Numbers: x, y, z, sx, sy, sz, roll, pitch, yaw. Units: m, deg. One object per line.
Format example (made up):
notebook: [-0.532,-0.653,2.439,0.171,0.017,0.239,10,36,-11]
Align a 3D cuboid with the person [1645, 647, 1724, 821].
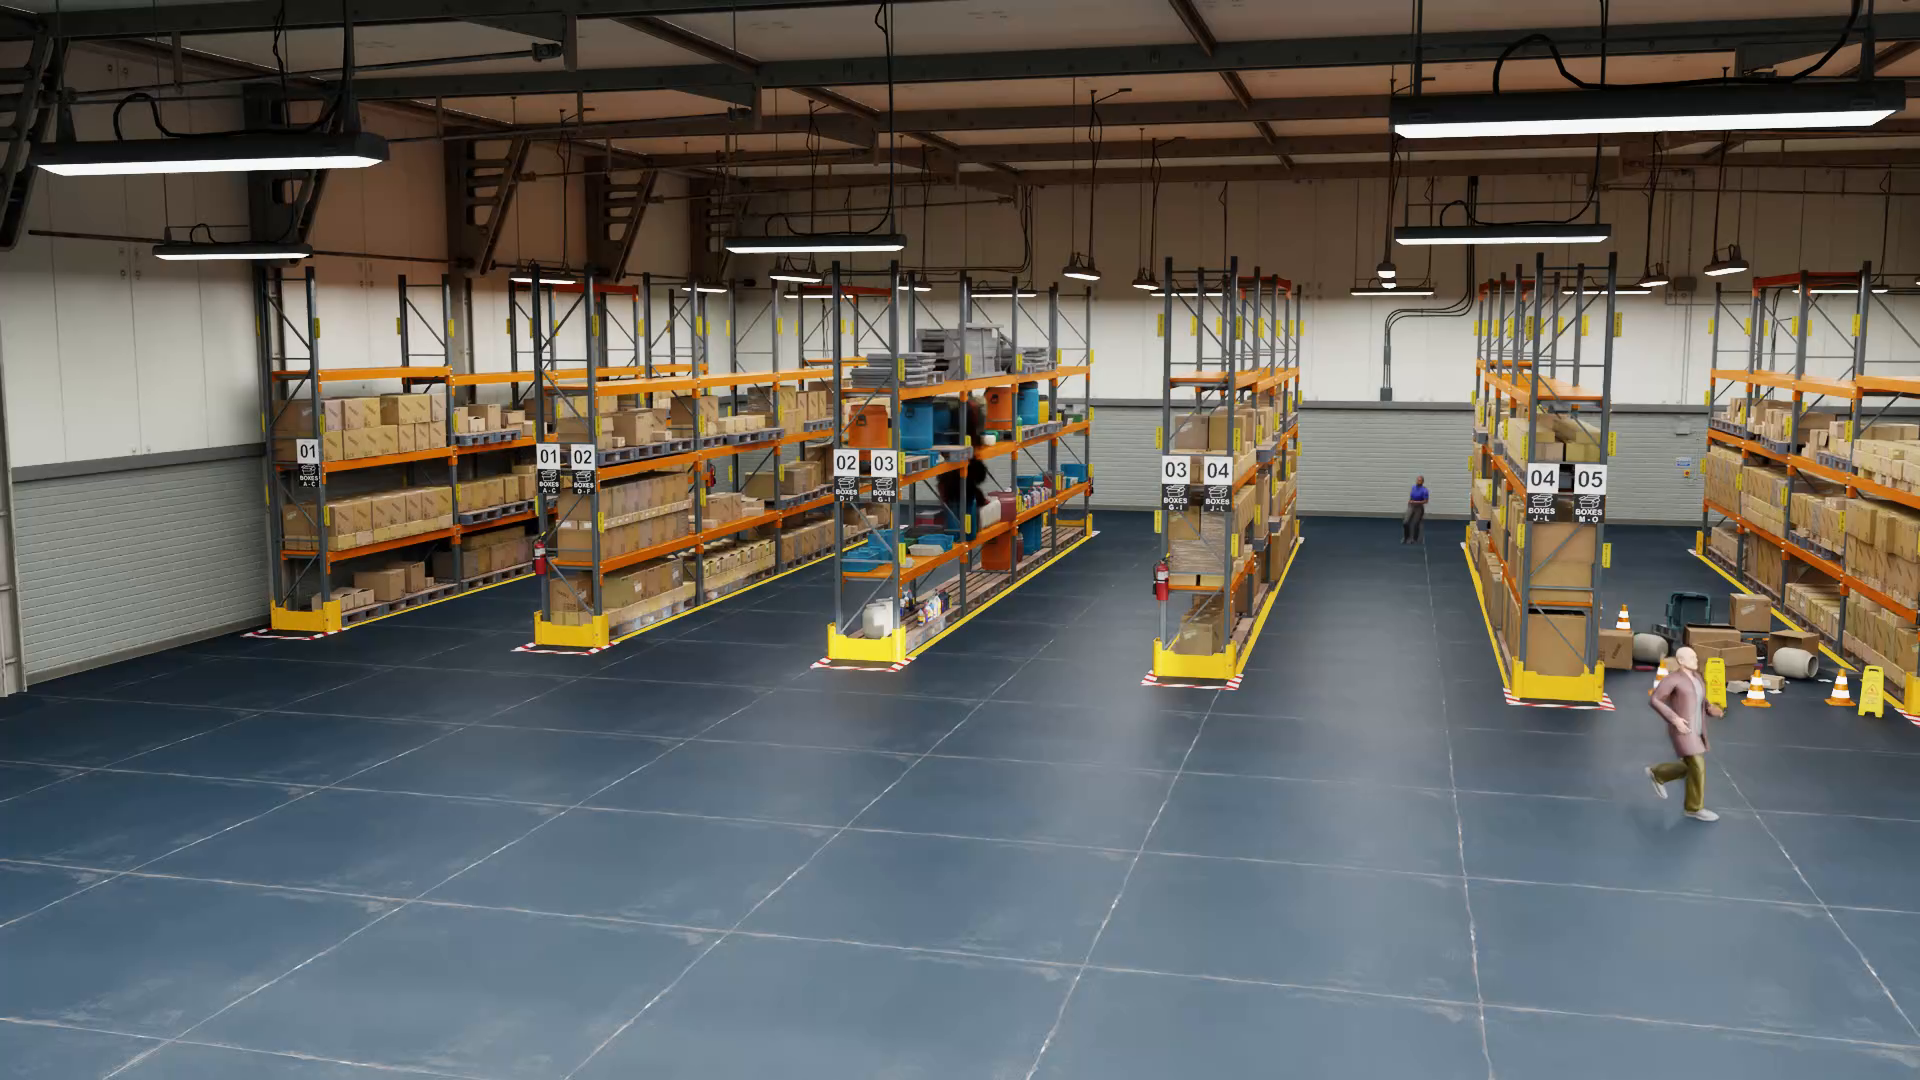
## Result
person: [7.462,1.969,17.165,0.720,1.745,0.897,-5,9,-34]

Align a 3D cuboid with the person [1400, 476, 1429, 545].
person: [10.575,-0.674,38.550,0.643,1.633,0.645,6,10,41]
